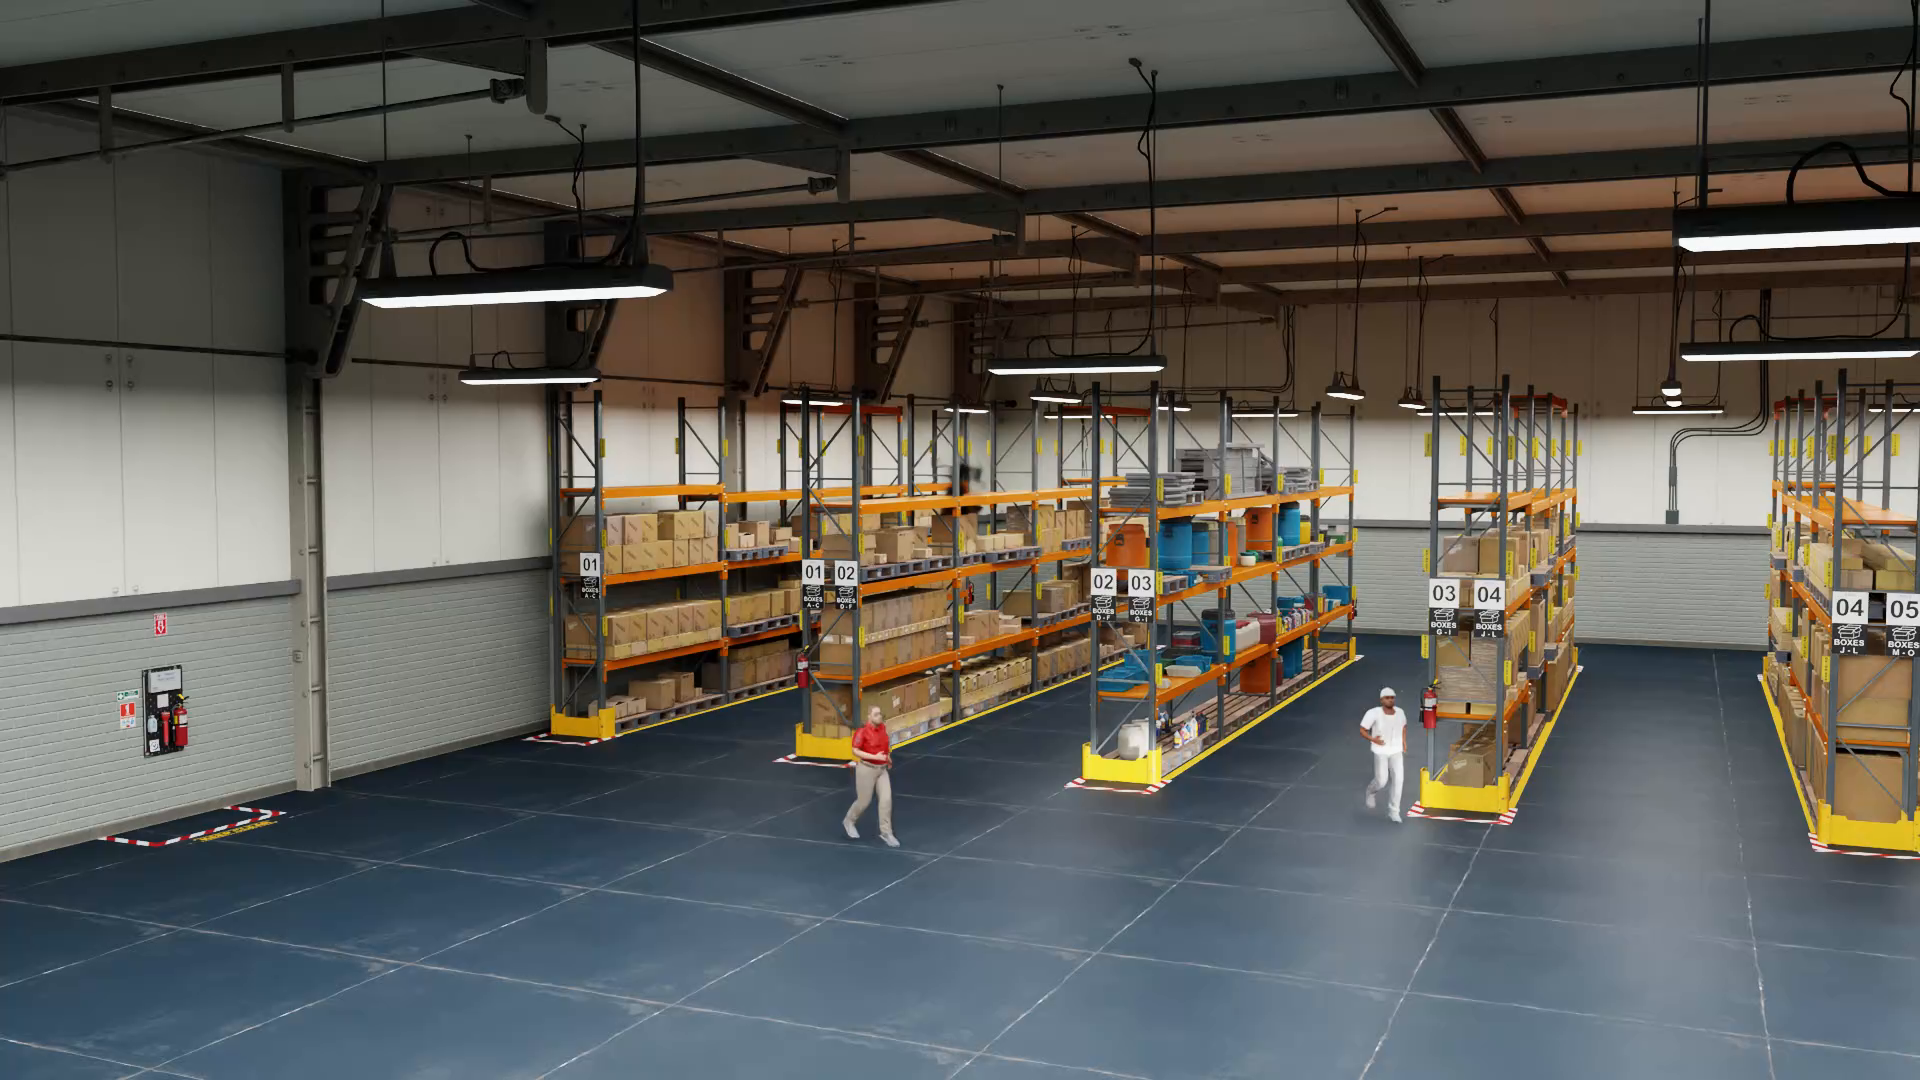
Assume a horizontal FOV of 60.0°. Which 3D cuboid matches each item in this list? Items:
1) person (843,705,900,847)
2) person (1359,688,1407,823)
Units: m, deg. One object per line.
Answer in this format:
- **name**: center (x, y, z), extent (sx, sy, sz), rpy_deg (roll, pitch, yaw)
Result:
- **person**: center (-1.122, 2.974, 21.115), extent (0.681, 1.771, 0.861), rpy_deg (-3, 4, -45)
- **person**: center (5.766, 2.881, 22.539), extent (0.717, 1.777, 0.826), rpy_deg (-1, 3, -11)
